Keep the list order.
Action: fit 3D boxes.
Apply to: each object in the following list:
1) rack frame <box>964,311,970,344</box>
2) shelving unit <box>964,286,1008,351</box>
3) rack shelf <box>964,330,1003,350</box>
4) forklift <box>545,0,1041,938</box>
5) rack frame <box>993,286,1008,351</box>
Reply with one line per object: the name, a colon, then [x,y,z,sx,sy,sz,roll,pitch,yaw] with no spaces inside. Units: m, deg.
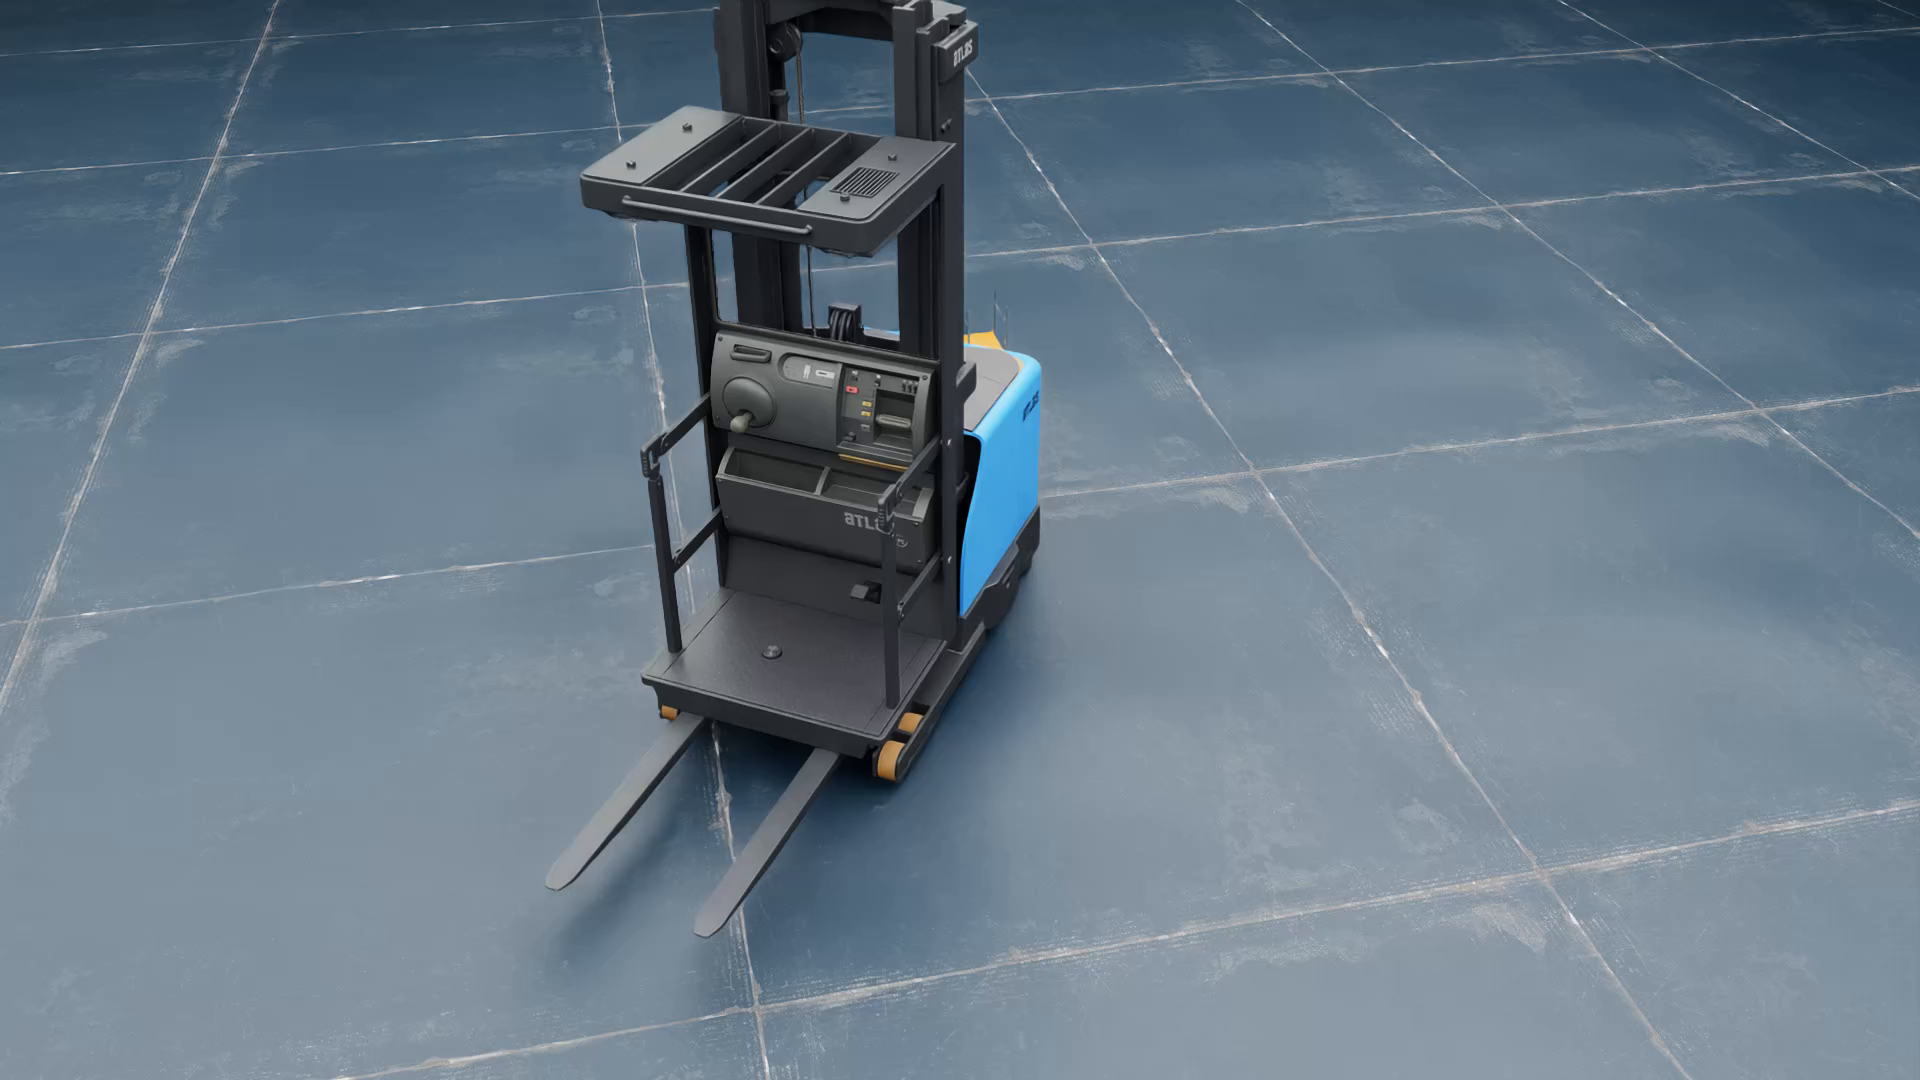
rack frame: [0.014,-0.618,8.094,0.006,1.200,0.240,-8,35,-12]
shelving unit: [0.103,-0.630,8.113,0.189,1.200,0.258,-8,35,-12]
rack shelf: [0.103,-0.893,7.937,0.180,0.103,0.258,-8,35,-12]
forklift: [-0.630,-0.500,6.365,1.130,2.935,3.031,12,36,18]
rack frame: [0.191,-0.643,8.131,0.006,1.200,0.240,-8,35,-12]
